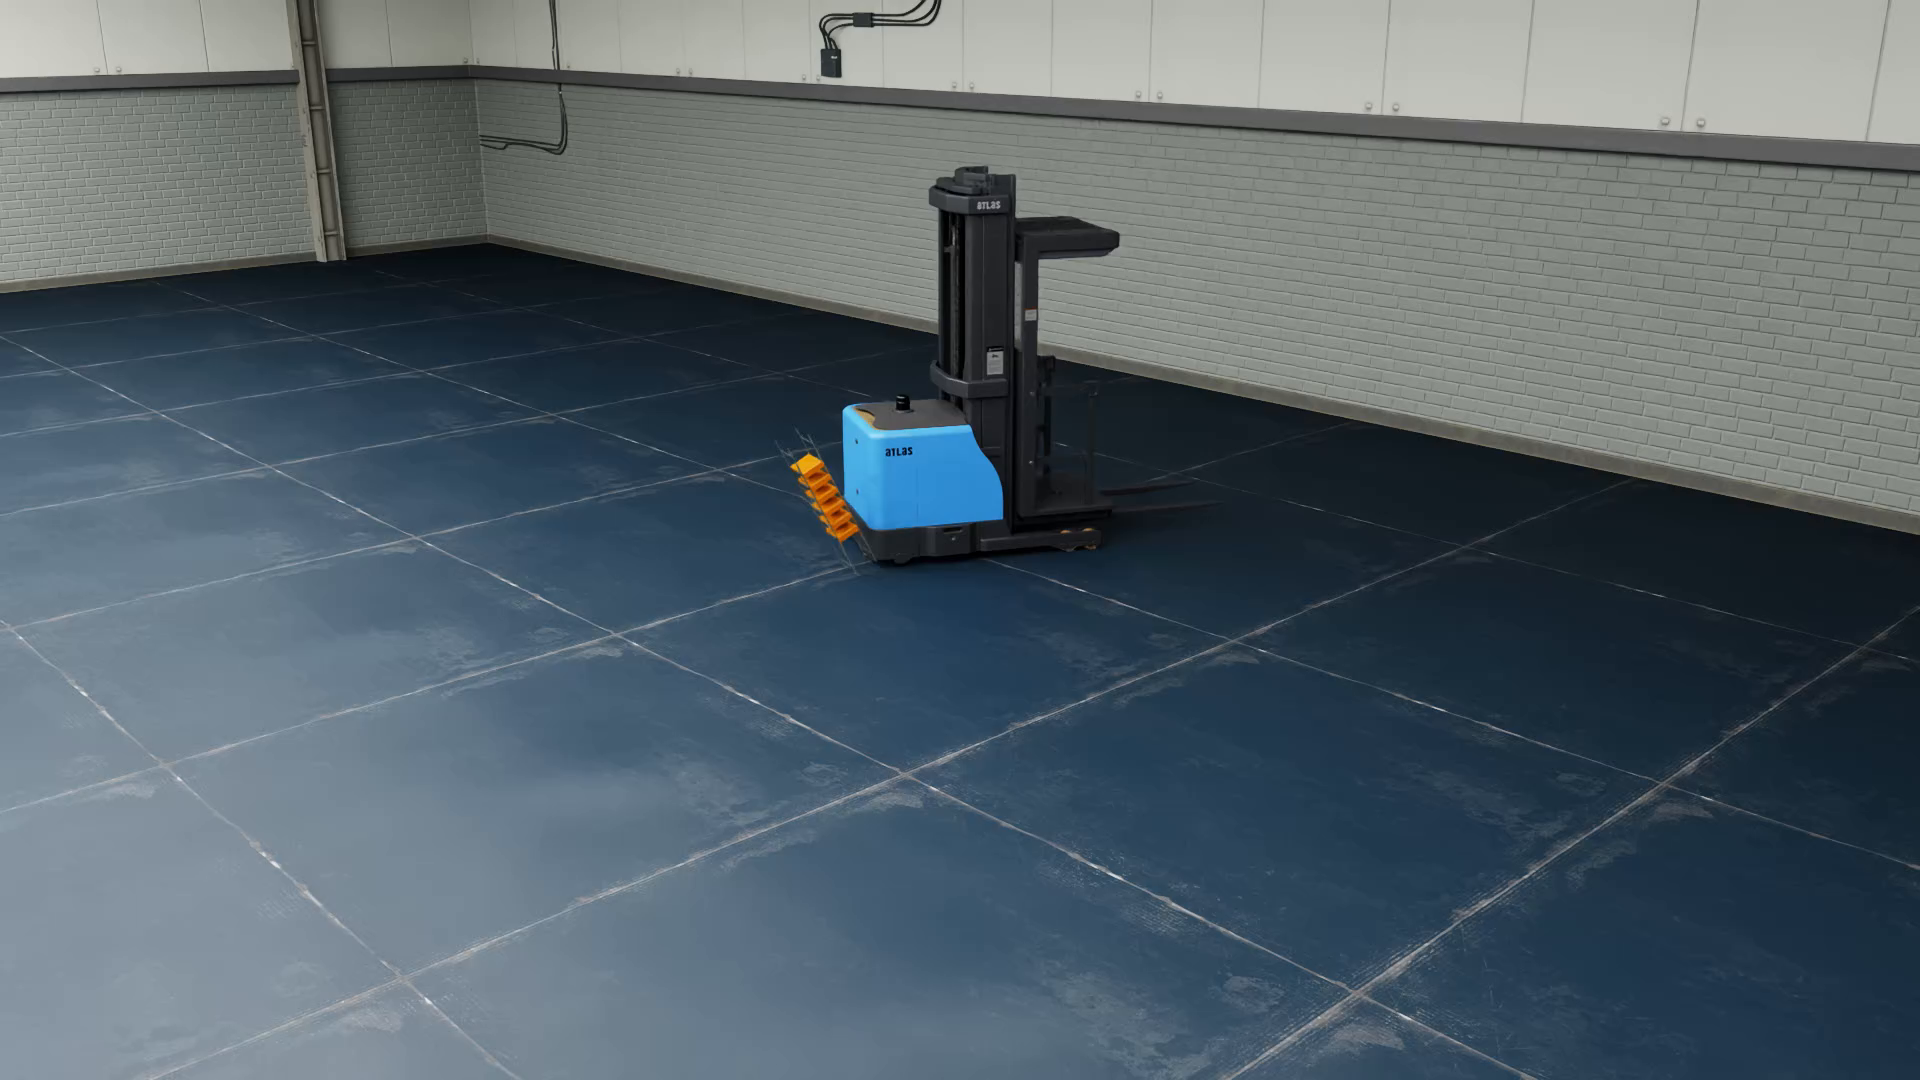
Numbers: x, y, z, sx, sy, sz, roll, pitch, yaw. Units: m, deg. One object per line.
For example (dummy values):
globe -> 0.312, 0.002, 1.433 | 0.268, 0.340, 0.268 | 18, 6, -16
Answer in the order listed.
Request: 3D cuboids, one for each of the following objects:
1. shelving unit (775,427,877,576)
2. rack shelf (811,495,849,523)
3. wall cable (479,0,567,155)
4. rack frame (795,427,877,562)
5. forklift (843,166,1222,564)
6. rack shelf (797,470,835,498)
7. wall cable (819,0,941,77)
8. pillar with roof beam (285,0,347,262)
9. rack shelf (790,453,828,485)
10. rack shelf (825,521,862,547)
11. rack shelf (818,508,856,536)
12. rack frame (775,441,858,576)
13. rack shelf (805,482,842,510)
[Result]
shelving unit -> -0.998, -0.282, 12.473 | 0.189, 1.200, 0.258 | -36, 30, -16
rack shelf -> -0.981, -0.247, 12.494 | 0.180, 0.103, 0.258 | -36, 30, -16
wall cable -> -7.554, -7.856, 28.159 | 0.112, 2.526, 3.097 | -16, 24, -41
rack frame -> -0.927, -0.333, 12.498 | 0.006, 1.200, 0.240 | -36, 30, -16
forklift -> 0.621, -1.453, 13.212 | 3.031, 2.935, 1.130 | -5, 19, -16
rack shelf -> -1.075, -0.435, 12.378 | 0.180, 0.103, 0.258 | -36, 30, -16
wall cable -> -1.043, -8.820, 20.583 | 0.169, 6.003, 2.305 | -16, 24, -41
pillar with roof beam -> -7.646, -8.040, 23.693 | 0.400, 9.000, 9.100 | -16, 24, -41
rack shelf -> -1.122, -0.528, 12.319 | 0.180, 0.103, 0.258 | -36, 30, -16
rack shelf -> -0.887, -0.060, 12.611 | 0.180, 0.103, 0.258 | -36, 30, -16
rack shelf -> -0.934, -0.153, 12.552 | 0.180, 0.103, 0.258 | -36, 30, -16
rack frame -> -1.070, -0.230, 12.447 | 0.006, 1.200, 0.240 | -36, 30, -16
rack shelf -> -1.028, -0.341, 12.436 | 0.180, 0.103, 0.258 | -36, 30, -16
